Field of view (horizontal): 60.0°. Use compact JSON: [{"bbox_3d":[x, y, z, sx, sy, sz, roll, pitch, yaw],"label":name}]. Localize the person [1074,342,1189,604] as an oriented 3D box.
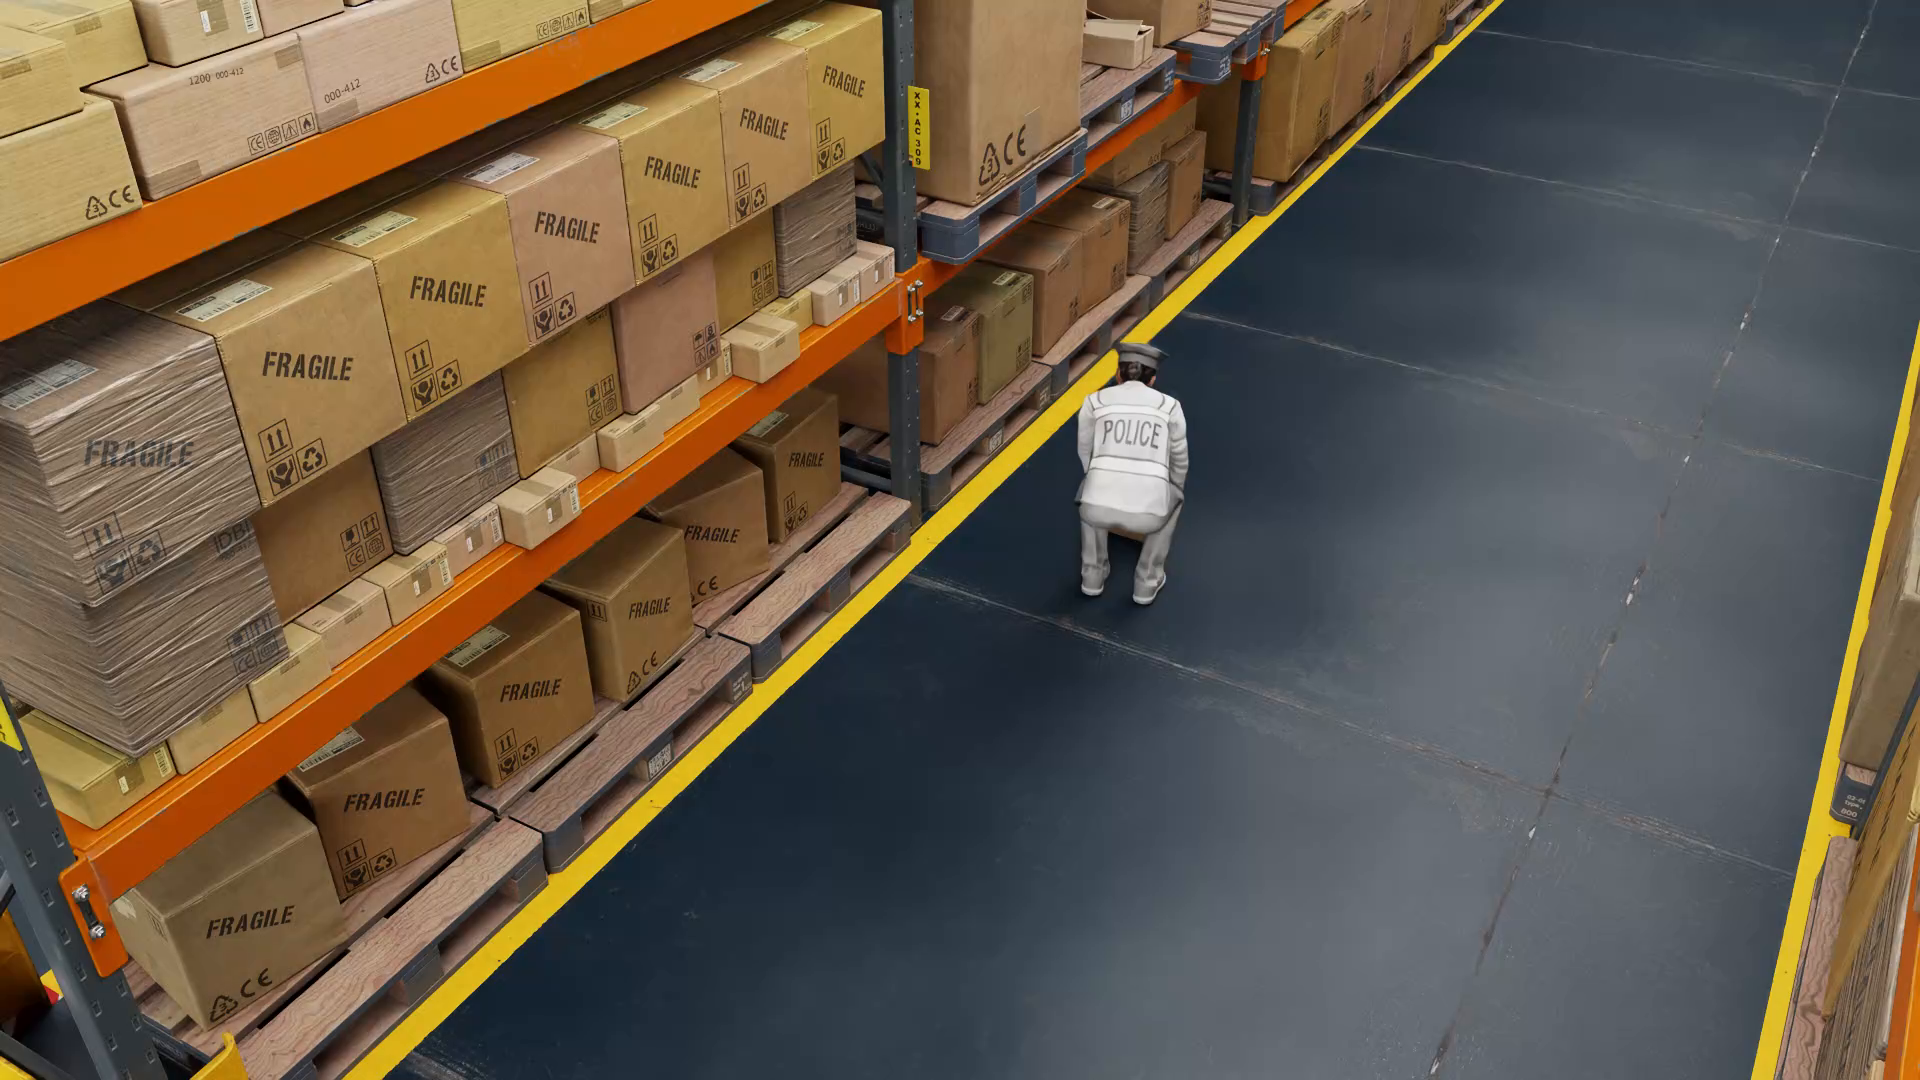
[{"bbox_3d":[0.723,-0.287,7.152,0.482,1.005,0.841,9,35,13],"label":"person"}]
